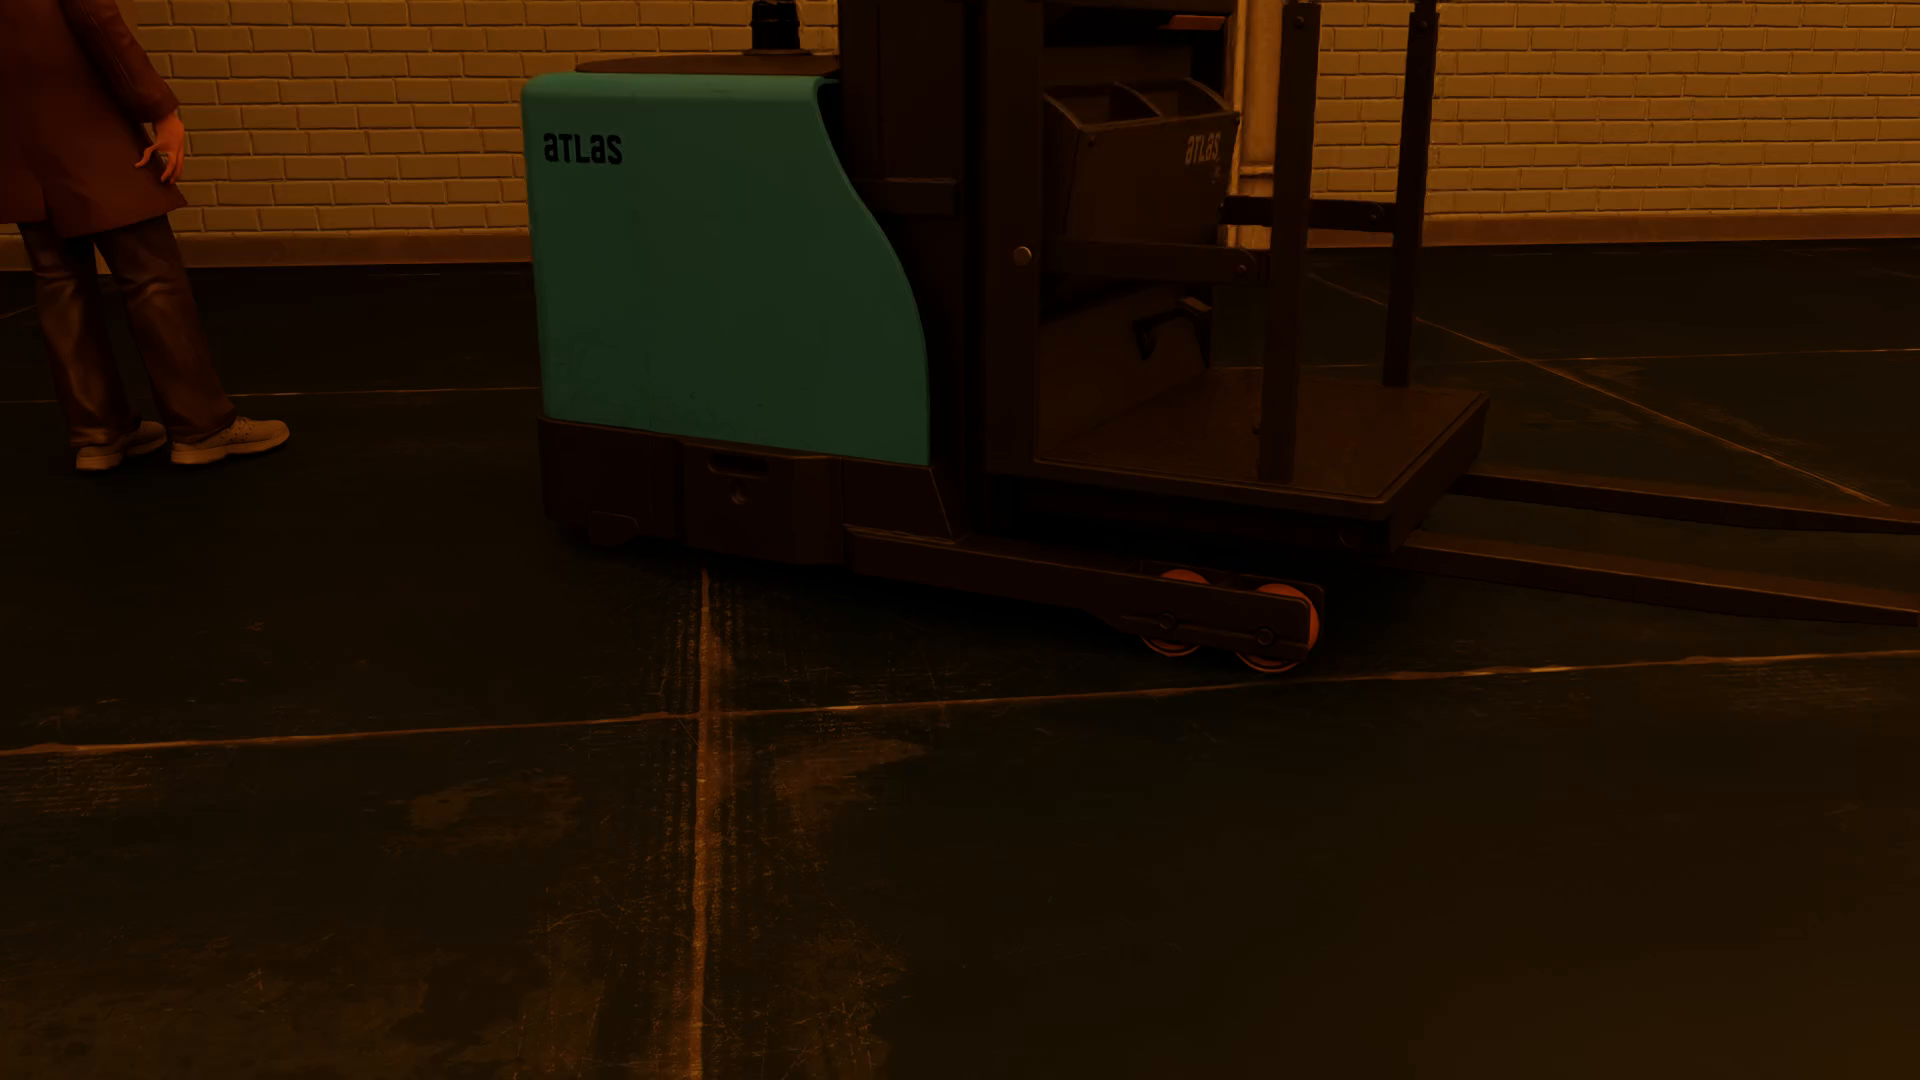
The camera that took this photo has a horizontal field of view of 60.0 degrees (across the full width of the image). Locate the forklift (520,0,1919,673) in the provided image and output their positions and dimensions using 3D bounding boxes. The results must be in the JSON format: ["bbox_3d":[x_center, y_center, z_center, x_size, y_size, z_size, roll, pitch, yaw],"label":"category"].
[{"bbox_3d":[0.568,-1.327,3.290,3.031,2.935,1.130,8,19,26],"label":"forklift"}]

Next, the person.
[{"bbox_3d":[-2.331,-1.081,4.450,0.695,1.775,0.584,5,17,15],"label":"person"}]
